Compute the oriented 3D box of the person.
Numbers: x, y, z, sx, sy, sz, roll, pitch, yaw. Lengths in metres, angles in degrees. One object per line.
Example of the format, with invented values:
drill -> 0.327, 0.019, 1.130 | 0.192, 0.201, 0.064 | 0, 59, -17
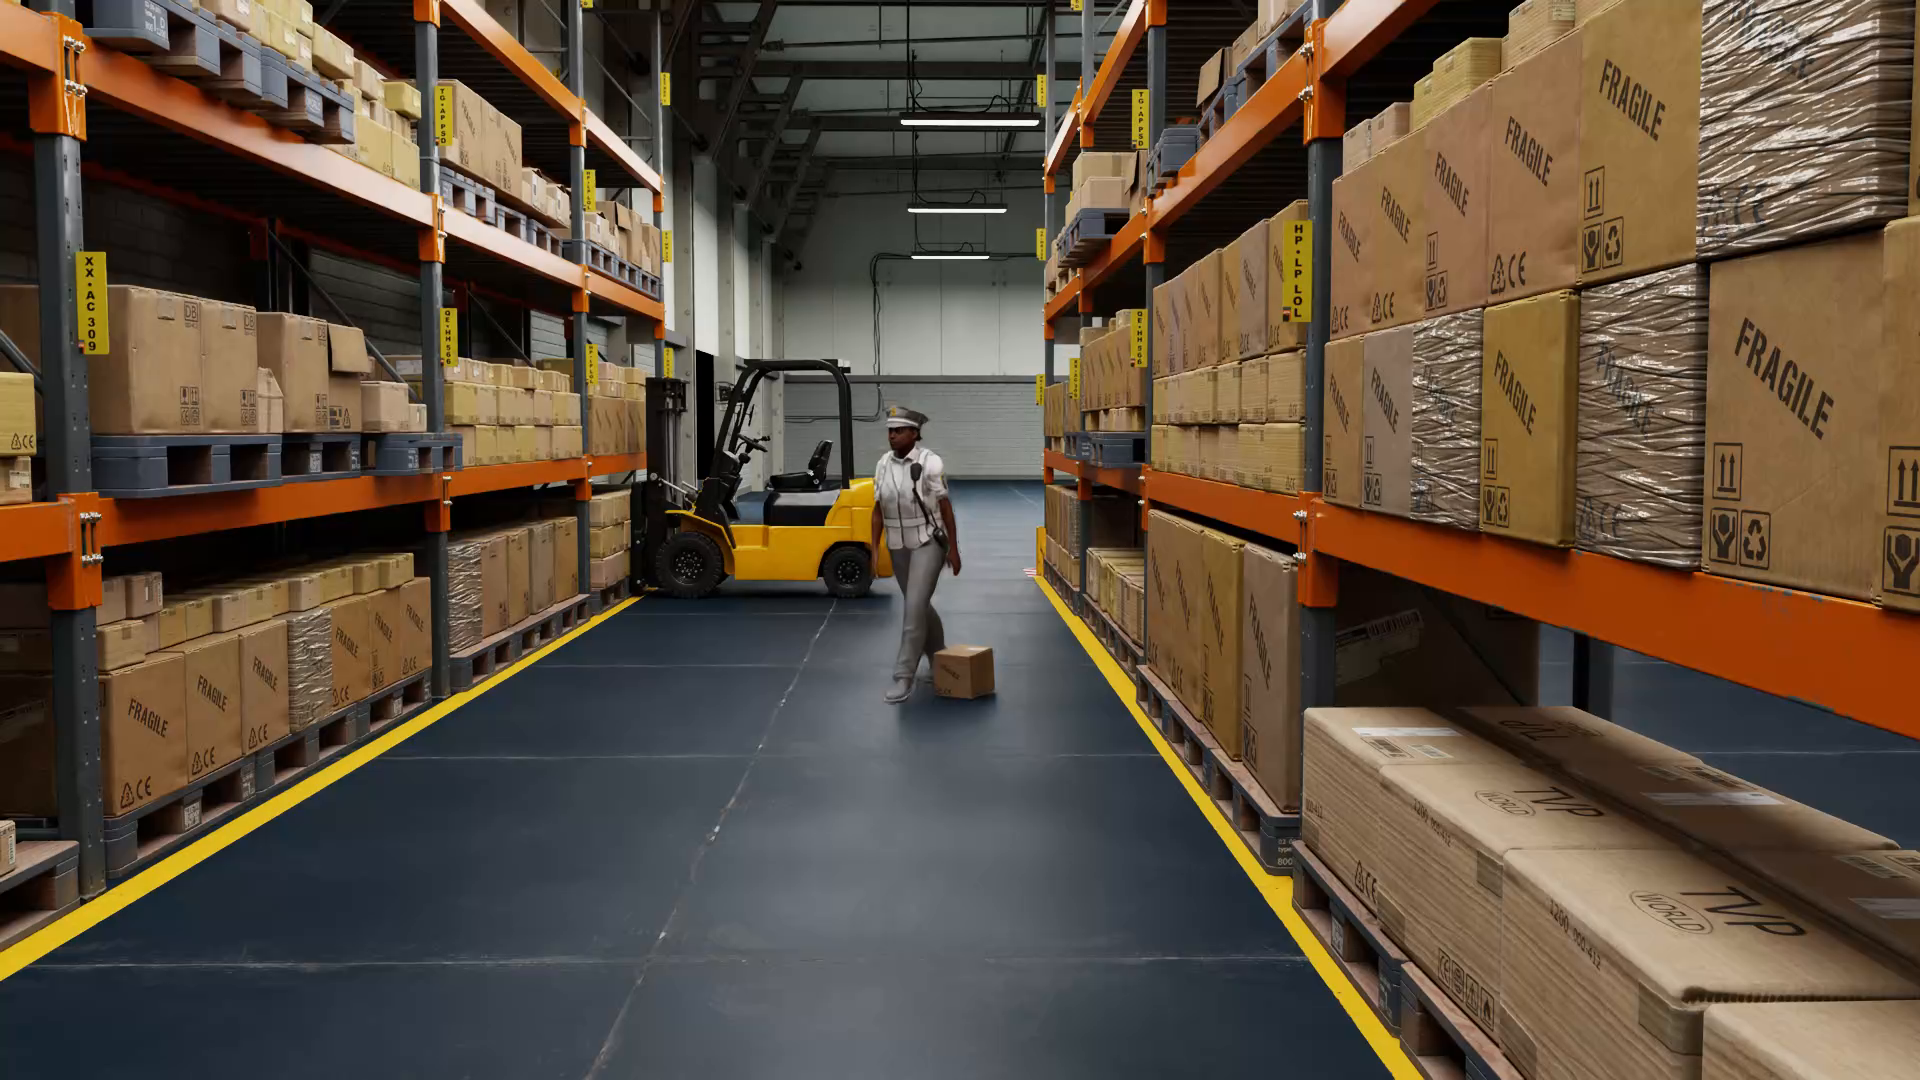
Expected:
person -> -0.295, 0.051, 9.582 | 0.476, 1.652, 0.853 | 3, 5, 33
